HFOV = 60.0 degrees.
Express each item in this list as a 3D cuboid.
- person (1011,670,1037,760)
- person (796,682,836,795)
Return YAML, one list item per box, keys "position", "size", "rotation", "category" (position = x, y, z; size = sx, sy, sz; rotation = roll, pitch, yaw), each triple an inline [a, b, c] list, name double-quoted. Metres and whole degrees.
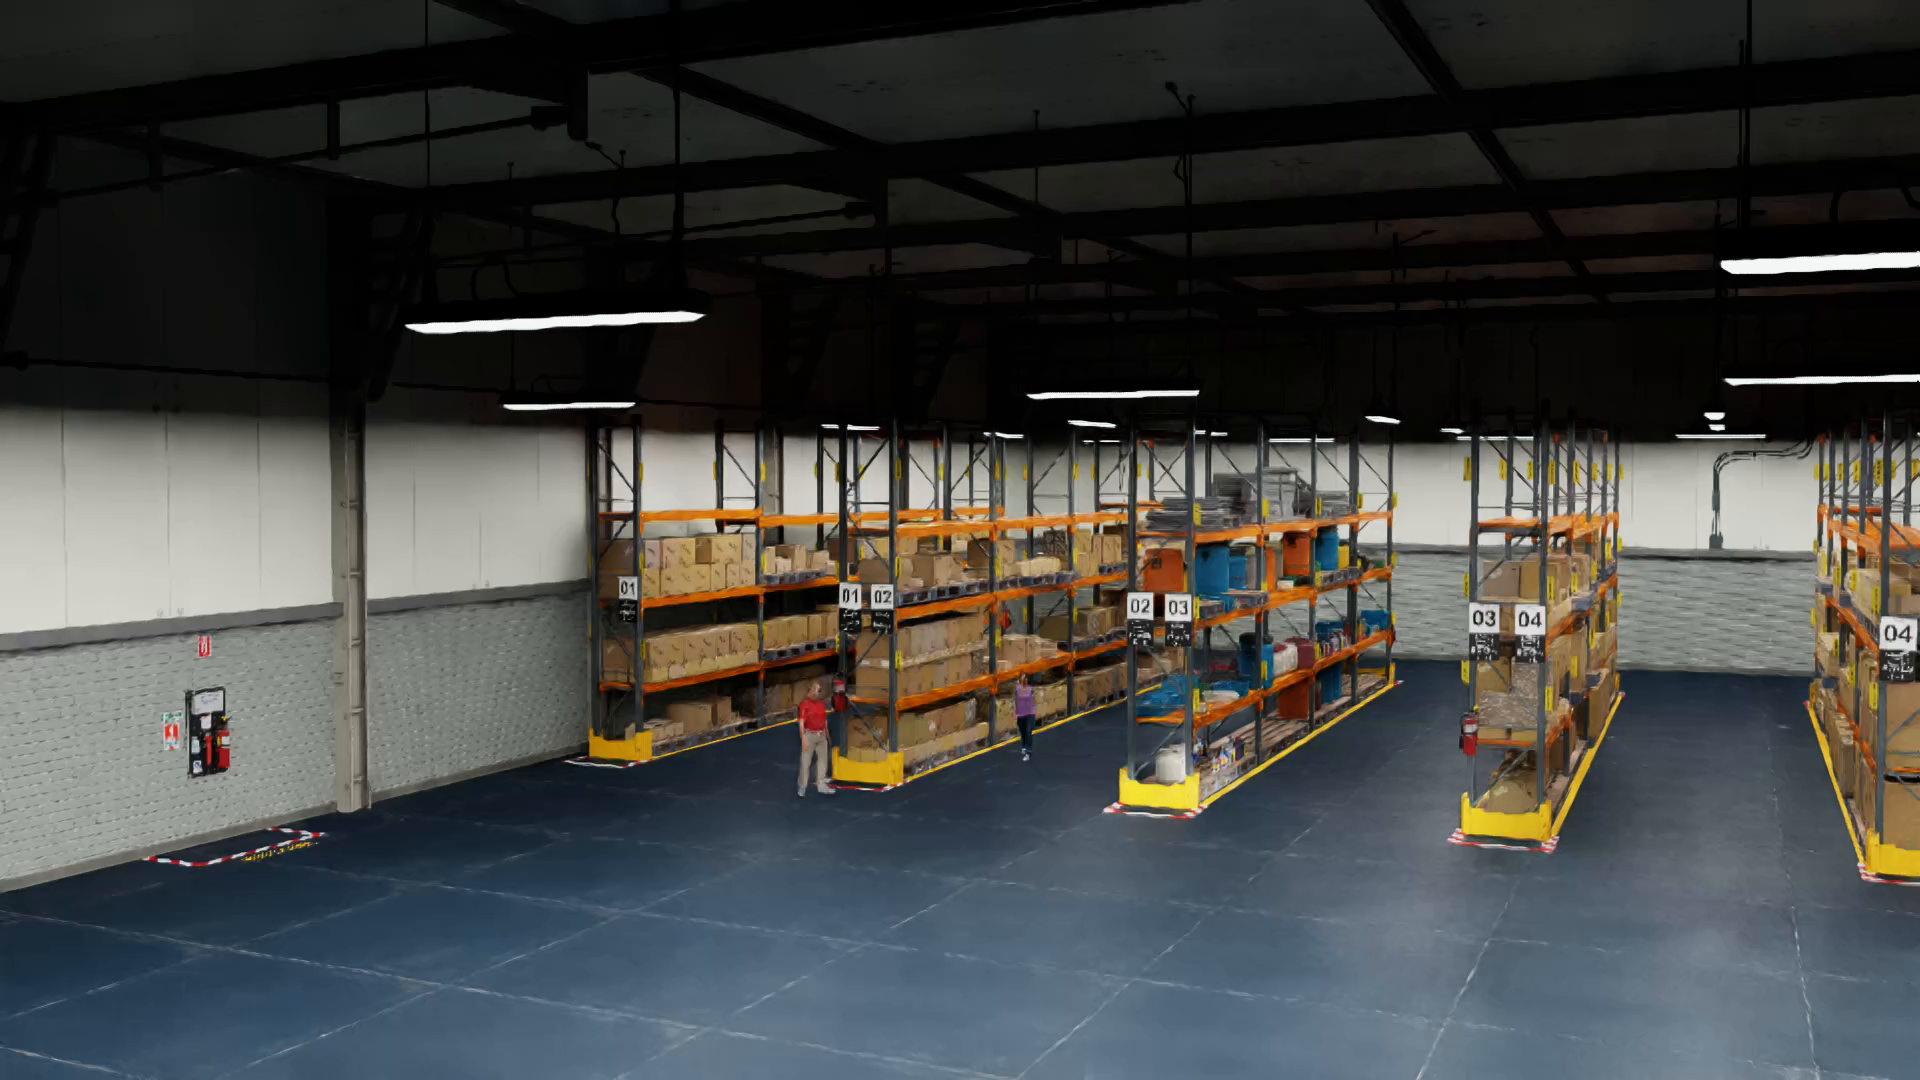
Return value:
- position: [1.120, 3.029, 28.970]
  size: [0.411, 1.534, 0.957]
  rotation: [1, 2, 16]
  category: "person"
- position: [-2.261, 3.065, 25.741]
  size: [0.636, 1.731, 0.433]
  rotation: [-2, 3, -45]
  category: "person"
